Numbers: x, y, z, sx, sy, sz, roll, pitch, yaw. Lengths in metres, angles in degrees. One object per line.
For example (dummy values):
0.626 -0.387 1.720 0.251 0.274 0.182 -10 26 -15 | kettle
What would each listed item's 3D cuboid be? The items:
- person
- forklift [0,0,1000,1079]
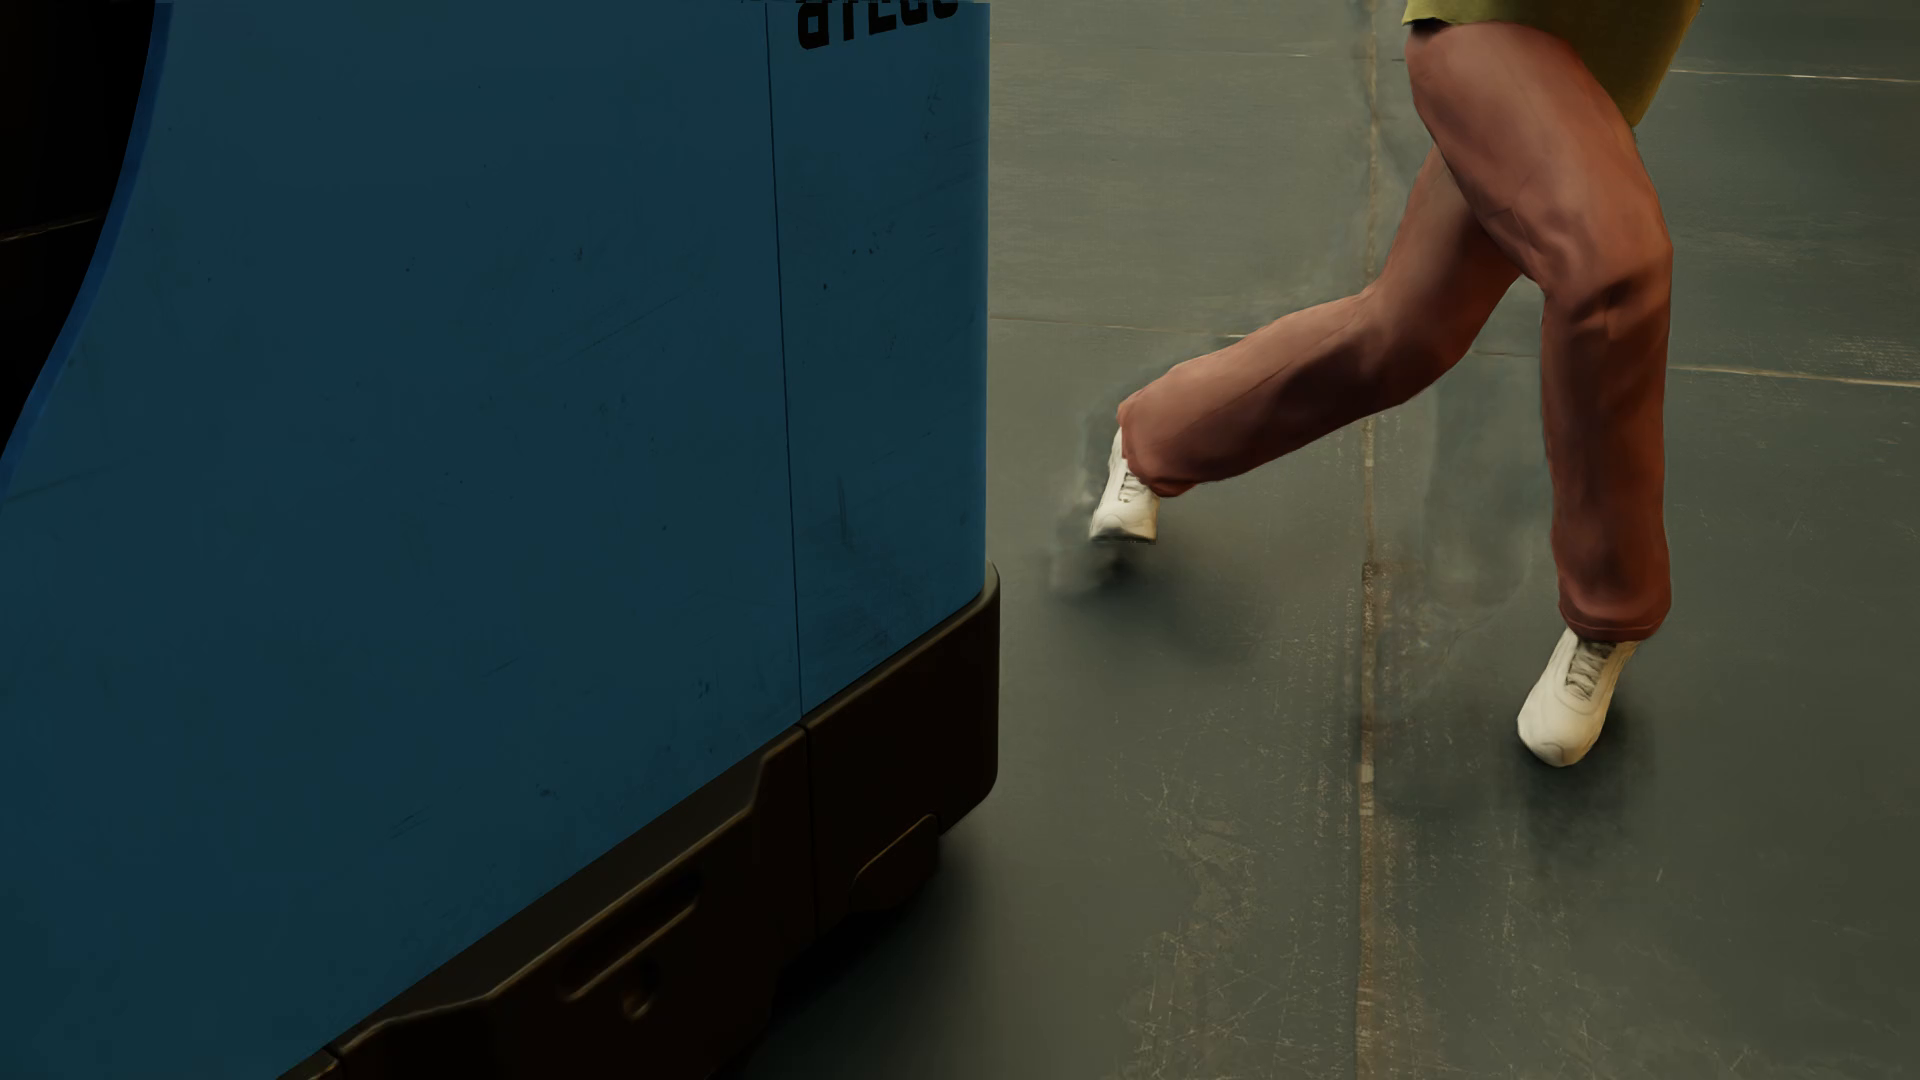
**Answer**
0.590 -0.491 1.898 0.866 1.448 0.960 -1 27 -1 | person
-1.222 -0.583 0.402 1.130 2.935 3.031 18 32 31 | forklift
